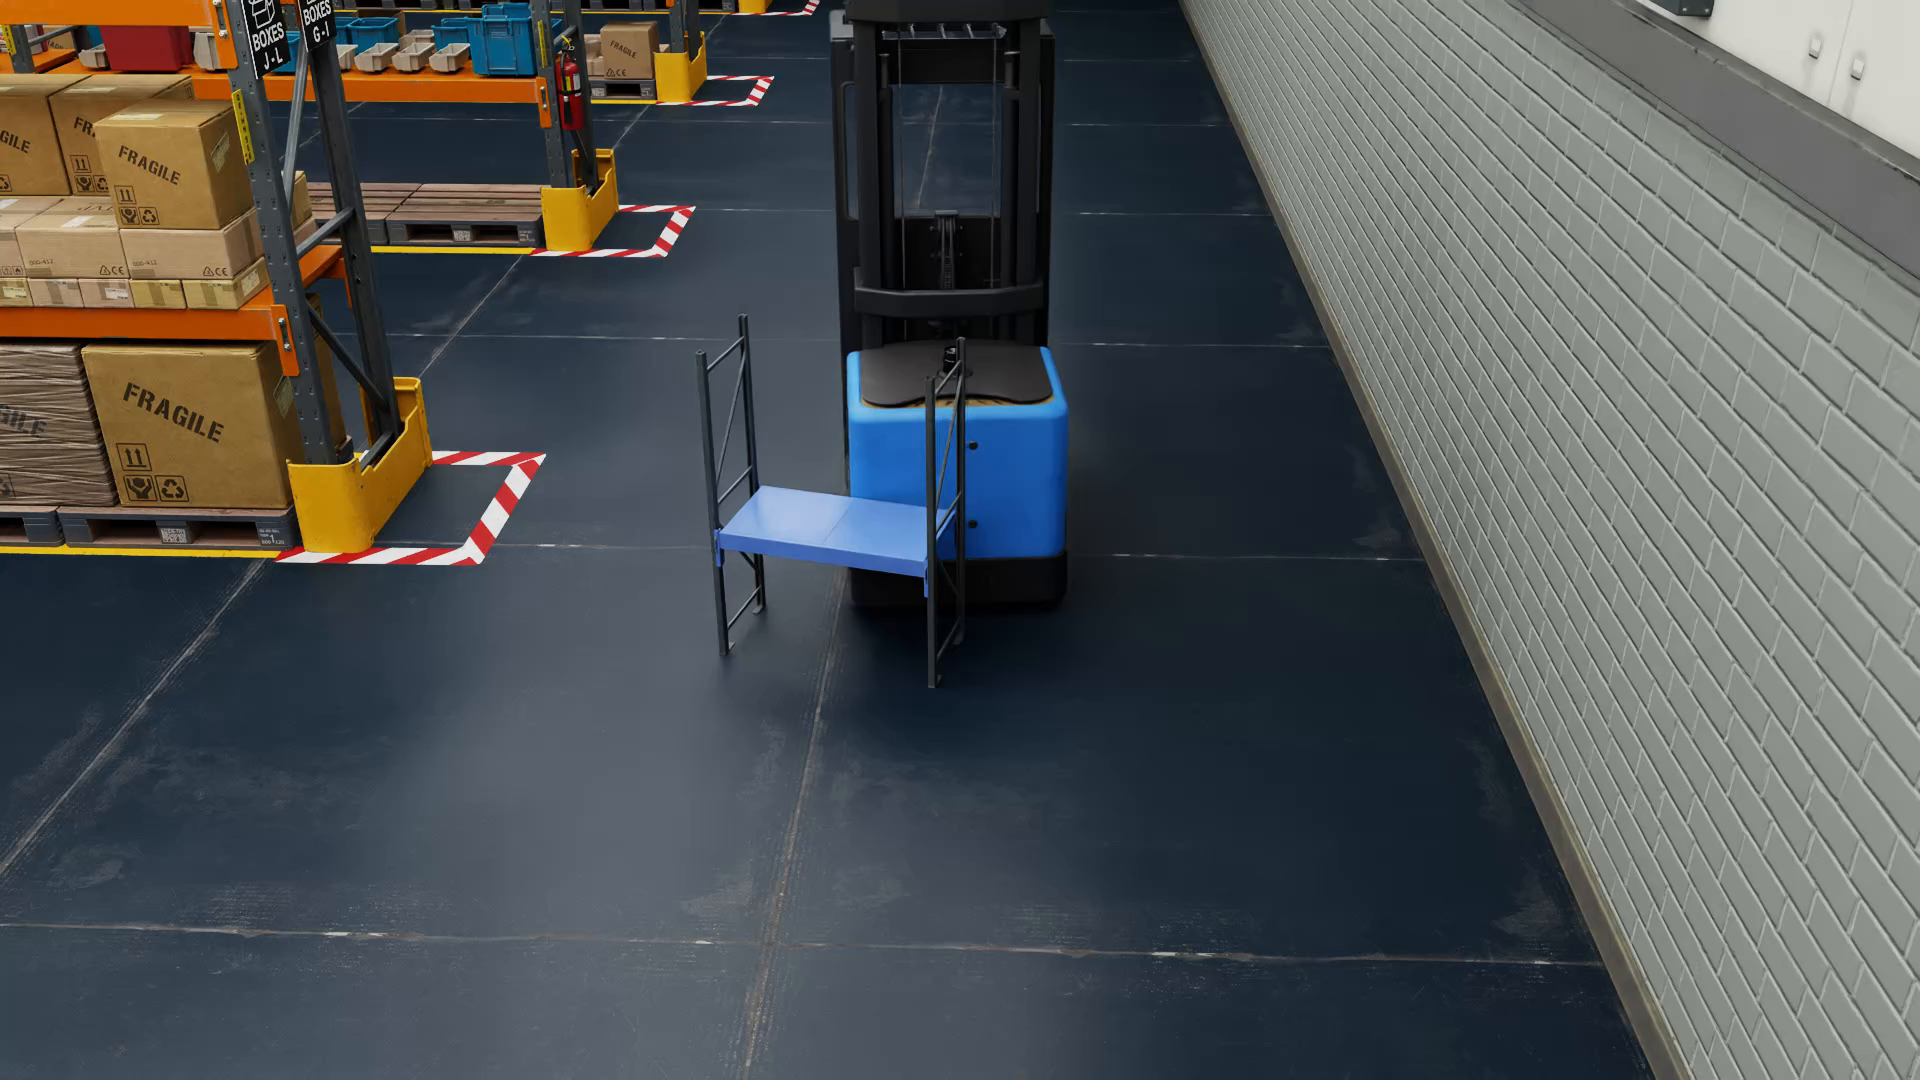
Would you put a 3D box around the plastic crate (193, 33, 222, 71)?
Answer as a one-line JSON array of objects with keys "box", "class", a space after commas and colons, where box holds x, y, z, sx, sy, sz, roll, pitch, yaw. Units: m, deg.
[{"box": [-5.558, -3.779, 12.738, 0.530, 0.282, 0.437, 1, 28, 2], "class": "plastic crate"}]

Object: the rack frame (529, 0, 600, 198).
[{"box": [-3.080, -3.850, 12.810, 0.127, 3.000, 1.000, 1, 28, 2], "class": "rack frame"}]

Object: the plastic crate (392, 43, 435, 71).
[{"box": [-4.190, -3.700, 12.745, 0.243, 0.136, 0.396, 1, 28, 2], "class": "plastic crate"}]

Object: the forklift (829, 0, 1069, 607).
[{"box": [-0.102, -1.631, 8.697, 1.130, 2.935, 3.031, -2, 28, -4], "class": "forklift"}]

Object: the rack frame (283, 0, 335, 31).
[{"box": [-6.899, -6.235, 17.309, 0.127, 3.000, 1.000, 1, 28, 2], "class": "rack frame"}]

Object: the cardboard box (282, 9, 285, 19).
[{"box": [-7.374, -5.447, 18.021, 0.500, 0.500, 0.500, 0, 28, -1], "class": "cardboard box"}]

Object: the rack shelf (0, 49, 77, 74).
[{"box": [-9.076, -3.631, 13.166, 4.000, 0.370, 1.077, 1, 28, 2], "class": "rack shelf"}]

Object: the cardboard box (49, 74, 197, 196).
[{"box": [-4.225, -2.071, 8.496, 0.500, 0.500, 0.500, 0, 28, 1], "class": "cardboard box"}]

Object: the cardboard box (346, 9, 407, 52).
[{"box": [-6.319, -5.448, 18.024, 0.500, 0.500, 0.500, 1, 28, 2], "class": "cardboard box"}]

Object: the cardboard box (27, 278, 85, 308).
[{"box": [-4.383, -1.285, 8.240, 0.250, 0.149, 0.380, 1, 28, 3], "class": "cardboard box"}]

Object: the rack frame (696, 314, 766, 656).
[{"box": [-1.035, -0.237, 7.594, 0.032, 1.500, 0.500, 8, 29, 14], "class": "rack frame"}]

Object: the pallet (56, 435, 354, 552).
[{"box": [-4.057, -0.276, 9.046, 1.213, 0.211, 1.003, 1, 28, 2], "class": "pallet"}]

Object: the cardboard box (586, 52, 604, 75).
[{"box": [-3.855, -5.054, 17.636, 0.250, 0.166, 0.380, 1, 28, 2], "class": "cardboard box"}]

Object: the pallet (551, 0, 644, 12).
[{"box": [-4.748, -7.253, 22.207, 1.213, 0.211, 1.003, 1, 28, 2], "class": "pallet"}]

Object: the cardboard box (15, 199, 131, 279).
[{"box": [-4.255, -1.489, 8.199, 0.500, 0.250, 0.500, 0, 28, 1], "class": "cardboard box"}]

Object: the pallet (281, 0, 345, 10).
[{"box": [-8.724, -7.318, 22.329, 1.213, 0.211, 1.003, 1, 28, 2], "class": "pallet"}]

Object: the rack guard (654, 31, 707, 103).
[{"box": [-2.977, -5.065, 17.772, 0.348, 0.500, 1.175, 1, 28, 2], "class": "rack guard"}]

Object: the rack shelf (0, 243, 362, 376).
[{"box": [-5.253, -1.247, 8.668, 4.000, 0.370, 1.077, 1, 28, 2], "class": "rack shelf"}]

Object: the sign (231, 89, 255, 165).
[{"box": [-3.288, -1.894, 7.631, 0.005, 0.325, 0.100, 1, 28, 2], "class": "sign"}]

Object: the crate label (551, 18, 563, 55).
[{"box": [-3.315, -3.961, 13.134, 0.303, 0.233, 0.416, 1, 28, 2], "class": "crate label"}]

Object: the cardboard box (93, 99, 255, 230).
[{"box": [-3.751, -1.813, 8.010, 0.500, 0.500, 0.500, 1, 28, 2], "class": "cardboard box"}]

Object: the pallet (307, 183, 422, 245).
[{"box": [-5.119, -2.671, 13.564, 1.213, 0.211, 1.003, 1, 28, 2], "class": "pallet"}]

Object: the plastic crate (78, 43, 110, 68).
[{"box": [-6.617, -3.752, 12.842, 0.243, 0.136, 0.396, 1, 28, 2], "class": "plastic crate"}]

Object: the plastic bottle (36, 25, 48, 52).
[{"box": [-7.429, -4.070, 13.350, 0.133, 0.283, 0.061, 1, 28, 2], "class": "plastic bottle"}]

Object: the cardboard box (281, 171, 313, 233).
[{"box": [-3.725, -1.731, 8.656, 0.500, 0.250, 0.500, 0, 28, 0], "class": "cardboard box"}]

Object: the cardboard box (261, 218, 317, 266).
[{"box": [-3.598, -1.581, 8.798, 0.250, 0.149, 0.380, 1, 28, 2], "class": "cardboard box"}]

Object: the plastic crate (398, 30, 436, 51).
[{"box": [-4.311, -3.973, 13.261, 0.298, 0.136, 0.250, 1, 28, 2], "class": "plastic crate"}]

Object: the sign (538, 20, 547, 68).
[{"box": [-3.083, -3.664, 12.286, 0.005, 0.325, 0.100, 1, 28, 2], "class": "sign"}]

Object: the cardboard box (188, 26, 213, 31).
[{"box": [-7.896, -5.211, 17.576, 0.500, 0.500, 0.500, 1, 28, 2], "class": "cardboard box"}]

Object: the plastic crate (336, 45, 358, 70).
[{"box": [-4.766, -3.690, 12.725, 0.250, 0.136, 0.298, 1, 28, 2], "class": "plastic crate"}]

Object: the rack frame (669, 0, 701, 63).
[{"box": [-2.901, -6.169, 17.184, 0.127, 3.000, 1.000, 1, 28, 2], "class": "rack frame"}]

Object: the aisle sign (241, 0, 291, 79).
[{"box": [-3.193, -2.539, 7.561, 0.004, 0.787, 0.394, 1, 28, 2], "class": "aisle sign"}]

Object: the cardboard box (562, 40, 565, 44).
[{"box": [-4.434, -5.306, 18.023, 0.500, 0.250, 0.500, 1, 28, 2], "class": "cardboard box"}]

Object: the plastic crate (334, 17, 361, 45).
[{"box": [-4.931, -3.987, 13.184, 0.300, 0.233, 0.416, 1, 28, 2], "class": "plastic crate"}]

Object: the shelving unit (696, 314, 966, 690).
[{"box": [-0.547, -0.170, 7.469, 1.048, 1.500, 0.538, 8, 29, 14], "class": "shelving unit"}]

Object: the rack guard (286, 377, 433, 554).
[{"box": [-3.231, -0.427, 9.021, 0.348, 0.500, 1.175, 1, 28, 2], "class": "rack guard"}]

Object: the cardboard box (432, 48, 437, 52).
[{"box": [-5.570, -5.352, 18.045, 0.500, 0.311, 0.500, 1, 28, 2], "class": "cardboard box"}]

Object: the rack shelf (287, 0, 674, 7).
[{"box": [-4.900, -5.884, 17.415, 4.000, 0.370, 1.077, 1, 28, 2], "class": "rack shelf"}]

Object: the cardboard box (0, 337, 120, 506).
[{"box": [-4.807, -0.767, 8.814, 0.875, 0.875, 0.875, 1, 28, 2], "class": "cardboard box"}]

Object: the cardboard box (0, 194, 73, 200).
[{"box": [-4.747, -1.747, 8.685, 0.500, 0.250, 0.500, 0, 28, 0], "class": "cardboard box"}]

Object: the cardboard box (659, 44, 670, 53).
[{"box": [-3.308, -5.271, 18.065, 0.250, 0.149, 0.380, 1, 28, 2], "class": "cardboard box"}]

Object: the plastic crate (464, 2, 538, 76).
[{"box": [-3.421, -3.810, 12.633, 0.499, 0.435, 0.616, 1, 28, 2], "class": "plastic crate"}]

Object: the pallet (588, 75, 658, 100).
[{"box": [-3.774, -4.950, 17.863, 1.213, 0.211, 1.003, 1, 28, 2], "class": "pallet"}]

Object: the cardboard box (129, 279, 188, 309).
[{"box": [-3.882, -1.276, 8.223, 0.250, 0.149, 0.380, 1, 28, 2], "class": "cardboard box"}]
